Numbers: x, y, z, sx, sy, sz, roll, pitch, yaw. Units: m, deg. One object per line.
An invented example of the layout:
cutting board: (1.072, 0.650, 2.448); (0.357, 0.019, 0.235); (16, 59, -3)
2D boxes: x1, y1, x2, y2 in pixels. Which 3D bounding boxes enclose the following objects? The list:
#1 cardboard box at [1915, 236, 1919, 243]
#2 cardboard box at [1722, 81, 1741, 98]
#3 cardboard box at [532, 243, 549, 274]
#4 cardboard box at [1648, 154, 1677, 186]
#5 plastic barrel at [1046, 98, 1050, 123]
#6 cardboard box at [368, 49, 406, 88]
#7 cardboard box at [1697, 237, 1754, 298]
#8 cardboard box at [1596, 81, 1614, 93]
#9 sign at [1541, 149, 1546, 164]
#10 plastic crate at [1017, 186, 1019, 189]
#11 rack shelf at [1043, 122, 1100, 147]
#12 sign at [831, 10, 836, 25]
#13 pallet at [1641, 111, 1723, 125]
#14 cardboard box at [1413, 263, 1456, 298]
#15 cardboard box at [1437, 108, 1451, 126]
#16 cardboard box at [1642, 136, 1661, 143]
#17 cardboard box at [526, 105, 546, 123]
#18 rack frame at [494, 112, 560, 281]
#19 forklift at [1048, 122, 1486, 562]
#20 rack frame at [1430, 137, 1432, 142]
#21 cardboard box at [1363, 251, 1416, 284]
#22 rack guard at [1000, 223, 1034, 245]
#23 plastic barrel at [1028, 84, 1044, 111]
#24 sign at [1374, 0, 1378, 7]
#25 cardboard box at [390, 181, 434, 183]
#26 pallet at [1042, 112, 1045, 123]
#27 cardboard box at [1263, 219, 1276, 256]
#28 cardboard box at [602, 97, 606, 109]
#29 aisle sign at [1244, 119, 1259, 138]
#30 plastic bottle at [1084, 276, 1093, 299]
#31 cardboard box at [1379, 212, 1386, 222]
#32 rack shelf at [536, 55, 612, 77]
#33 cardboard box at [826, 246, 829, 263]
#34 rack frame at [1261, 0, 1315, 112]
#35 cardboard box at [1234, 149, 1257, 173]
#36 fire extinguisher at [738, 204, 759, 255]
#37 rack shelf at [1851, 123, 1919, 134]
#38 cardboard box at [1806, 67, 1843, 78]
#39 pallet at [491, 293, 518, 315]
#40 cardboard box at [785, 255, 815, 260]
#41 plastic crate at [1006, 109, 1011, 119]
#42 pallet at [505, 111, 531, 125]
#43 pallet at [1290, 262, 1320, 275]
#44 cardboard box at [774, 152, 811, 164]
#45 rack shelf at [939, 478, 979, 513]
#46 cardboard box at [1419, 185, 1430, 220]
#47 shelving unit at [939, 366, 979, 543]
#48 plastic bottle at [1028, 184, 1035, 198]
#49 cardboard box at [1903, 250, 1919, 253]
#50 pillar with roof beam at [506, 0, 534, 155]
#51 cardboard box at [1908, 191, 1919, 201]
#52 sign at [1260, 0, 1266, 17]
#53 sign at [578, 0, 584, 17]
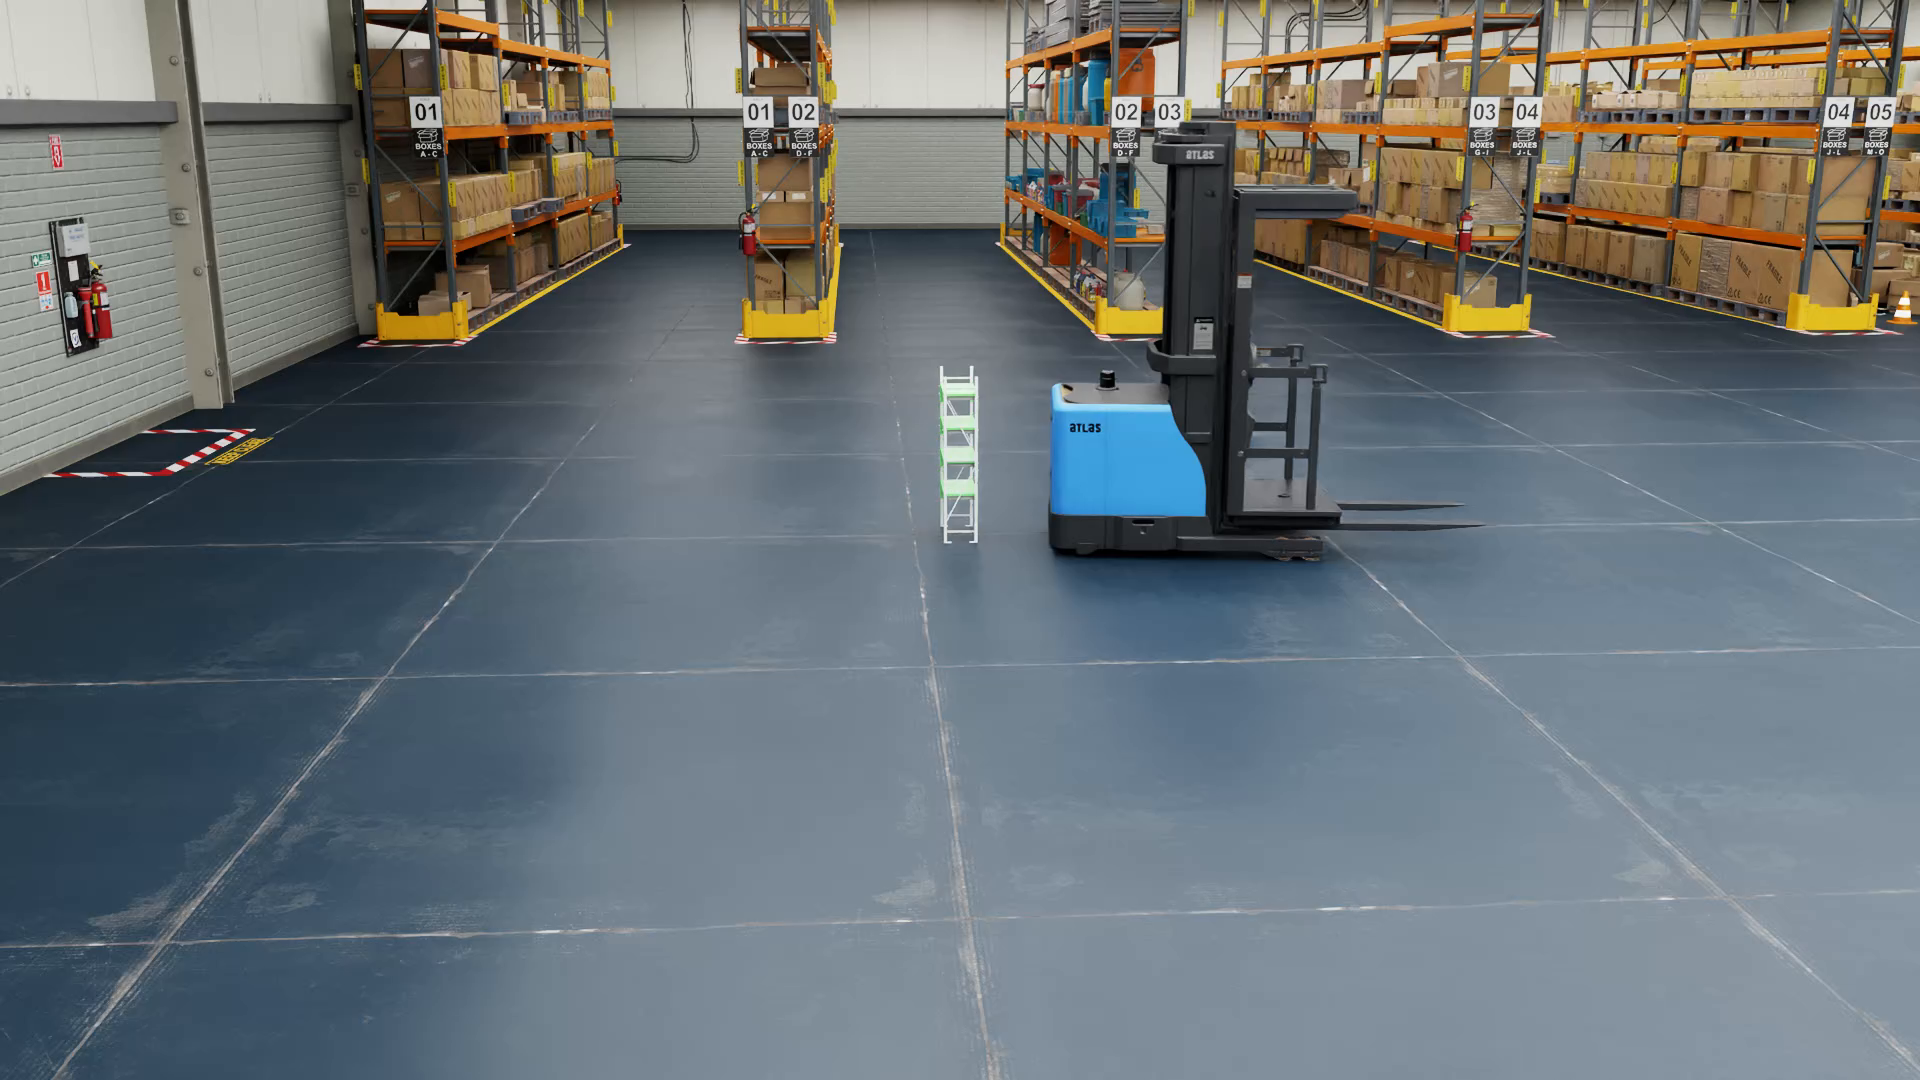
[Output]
cardboard box: (21.259, -6.605, 36.556); (0.380, 0.149, 0.250); (-1, 14, -5)
cardboard box: (12.010, -6.878, 25.381); (0.500, 0.250, 0.500); (-1, 14, -4)
cardboard box: (-7.745, -5.018, 29.642); (0.700, 0.500, 0.500); (-1, 14, -3)
cardboard box: (12.124, -6.263, 28.143); (0.700, 0.500, 0.500); (-1, 14, -4)
plastic barrel: (1.760, -7.771, 29.966); (0.421, 0.512, 0.421); (0, 14, 0)
cardboard box: (-7.634, -6.302, 22.233); (0.500, 0.500, 0.500); (0, 14, -1)
cardboard box: (12.223, -4.272, 26.032); (0.875, 0.875, 0.875); (-1, 14, -3)
cardboard box: (12.165, -8.579, 31.594); (0.396, 0.266, 0.258); (-1, 14, -3)
sign: (12.252, -8.039, 34.928); (0.100, 0.325, 0.005); (-1, 14, -3)
plastic crate: (1.461, -7.511, 35.631); (0.437, 0.125, 0.590); (-1, 14, -3)
rack shelf: (2.170, -6.953, 28.455); (1.077, 0.370, 4.000); (-1, 14, -3)
sign: (-2.838, -11.698, 37.241); (0.100, 0.325, 0.005); (-1, 14, -3)
pallet: (12.088, -7.067, 27.836); (0.805, 0.209, 1.217); (-1, 15, -6)
cardboard box: (7.382, -4.025, 25.825); (0.500, 0.500, 0.500); (-2, 15, -8)
cardboard box: (7.168, -6.053, 23.815); (0.500, 0.250, 0.500); (-1, 14, -3)
cardboard box: (16.131, -9.320, 38.719); (0.380, 0.149, 0.250); (-1, 14, -2)
cardboard box: (-7.528, -7.438, 29.033); (0.500, 0.311, 0.500); (-1, 14, -3)
rack frame: (-7.842, -6.193, 30.078); (1.000, 3.000, 0.127); (-1, 14, -3)
forklift: (2.155, -1.406, 11.611); (3.031, 2.935, 1.130); (1, 14, 2)
rack frame: (11.451, -8.464, 38.902); (1.000, 3.000, 0.127); (-1, 14, -3)
cardboard box: (7.221, -4.584, 27.955); (0.700, 0.500, 0.500); (-2, 15, -8)
rack guard: (1.536, -7.131, 38.739); (1.175, 0.500, 0.348); (-1, 14, -3)
plastic barrel: (1.581, -8.928, 33.572); (0.433, 0.535, 0.433); (0, 14, 0)
sign: (7.531, -9.830, 30.138); (0.100, 0.325, 0.005); (-1, 14, -3)
cardboard box: (-7.609, -4.743, 23.198); (0.500, 0.500, 0.500); (-1, 14, -3)
pallet: (2.097, -7.899, 31.067); (1.003, 0.211, 1.213); (-1, 14, -3)
cardboard box: (6.858, -6.211, 33.567); (1.225, 0.875, 0.875); (-1, 14, -5)
cardboard box: (-7.994, -9.507, 36.196); (0.500, 0.250, 0.500); (-1, 14, -6)
aisle sign: (6.789, -9.694, 38.466); (0.394, 0.787, 0.004); (-1, 14, -3)
plastic bottle: (1.980, -3.876, 25.503); (0.144, 0.351, 0.185); (0, 14, -1)
cardboard box: (6.953, -5.186, 26.666); (0.380, 0.149, 0.250); (-1, 14, -3)
rack shelf: (-8.213, -10.049, 35.269); (1.077, 0.370, 4.000); (-1, 14, -3)
cardboard box: (-2.523, -4.908, 28.633); (0.500, 0.311, 0.500); (0, 14, -2)
rack frame: (6.742, -10.323, 34.088); (1.000, 3.000, 0.127); (-1, 14, -3)
cardboard box: (6.324, -8.470, 37.127); (0.500, 0.500, 0.500); (-1, 14, -5)
fire extinguisher: (-2.858, -4.207, 22.513); (0.296, 0.674, 0.183); (-1, 14, -3)
rack shelf: (17.005, -7.183, 29.347); (1.077, 0.370, 4.000); (-1, 14, -3)
cardboard box: (12.083, -6.532, 23.235); (0.380, 0.149, 0.250); (-1, 14, -3)
pallet: (-7.517, -3.682, 25.912); (1.003, 0.211, 1.213); (-1, 14, -3)
cardboard box: (-2.290, -3.901, 24.340); (0.500, 0.500, 0.500); (-1, 14, -3)
plastic crate: (1.296, -9.625, 37.659); (0.497, 0.269, 0.590); (-1, 14, -3)
pallet: (-7.526, -6.716, 26.464); (1.213, 0.211, 1.003); (-1, 14, -3)
pallet: (7.016, -5.270, 32.084); (1.003, 0.211, 1.213); (-1, 14, -3)
cardboard box: (-2.460, -5.218, 23.483); (0.700, 0.500, 0.500); (-1, 14, -5)
rack shelf: (-0.010, -0.328, 12.113); (0.258, 0.148, 0.480); (-1, 14, -3)
cardboard box: (7.340, -5.010, 24.682); (0.875, 0.500, 0.500); (-1, 14, -3)
shelving unit: (-0.010, -0.622, 12.037); (0.258, 1.200, 0.503); (-1, 14, -3)
plastic bottle: (1.470, -7.069, 33.730); (0.152, 0.276, 0.135); (-1, 14, -3)
cardboard box: (17.001, -4.994, 29.846); (0.950, 0.372, 0.625); (0, 14, -2)
pillar with roof beam: (-4.699, -10.321, 34.080); (9.100, 9.000, 0.400); (-1, 14, -3)
cardboard box: (16.751, -5.979, 28.906); (0.380, 0.149, 0.250); (-1, 14, -3)
sign: (6.187, -10.850, 33.943); (0.100, 0.325, 0.005); (-1, 14, -3)
sign: (-7.549, -10.596, 33.115); (0.100, 0.325, 0.005); (-1, 14, -3)
